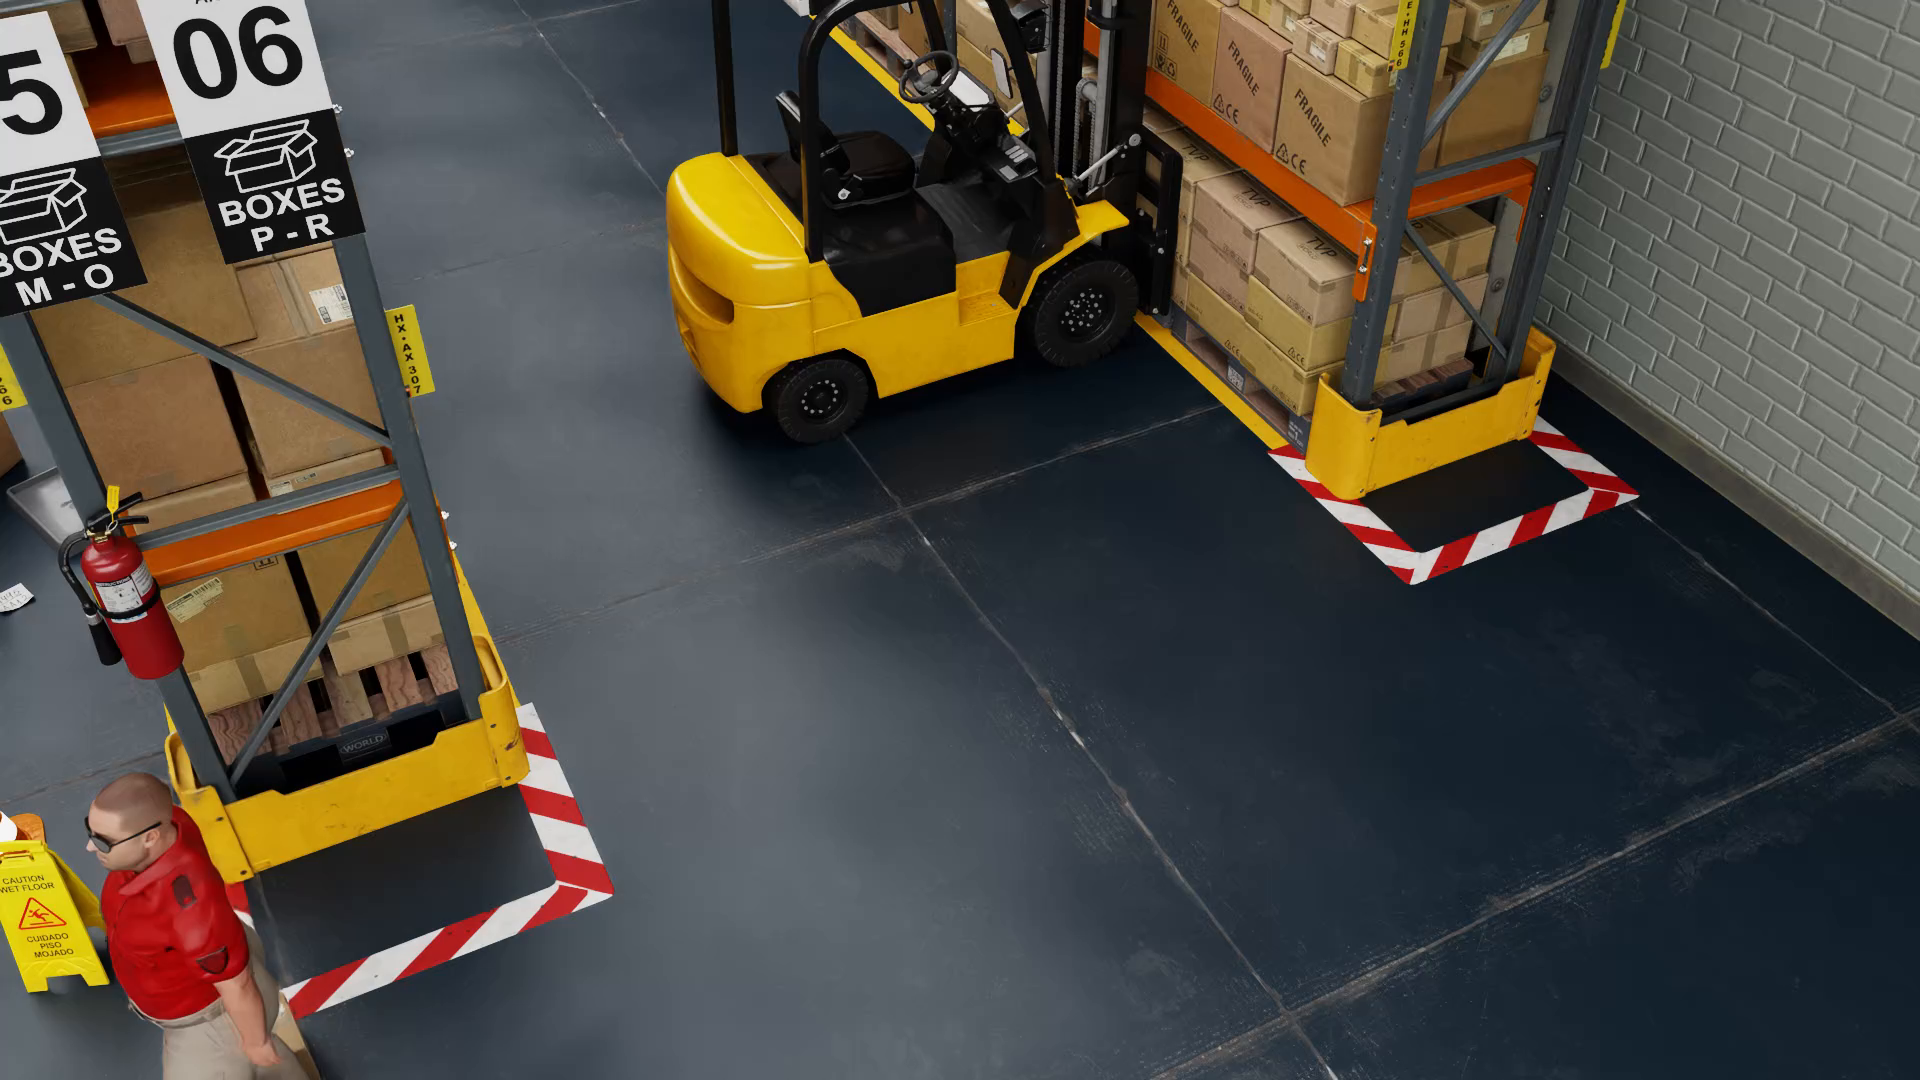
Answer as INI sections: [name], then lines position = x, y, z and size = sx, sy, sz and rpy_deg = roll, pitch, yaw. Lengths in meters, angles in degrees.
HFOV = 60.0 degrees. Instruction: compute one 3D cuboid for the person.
[person]
position = -2.135, 1.304, 4.670
size = 0.428, 1.761, 0.536
rpy_deg = -23, 46, -24
